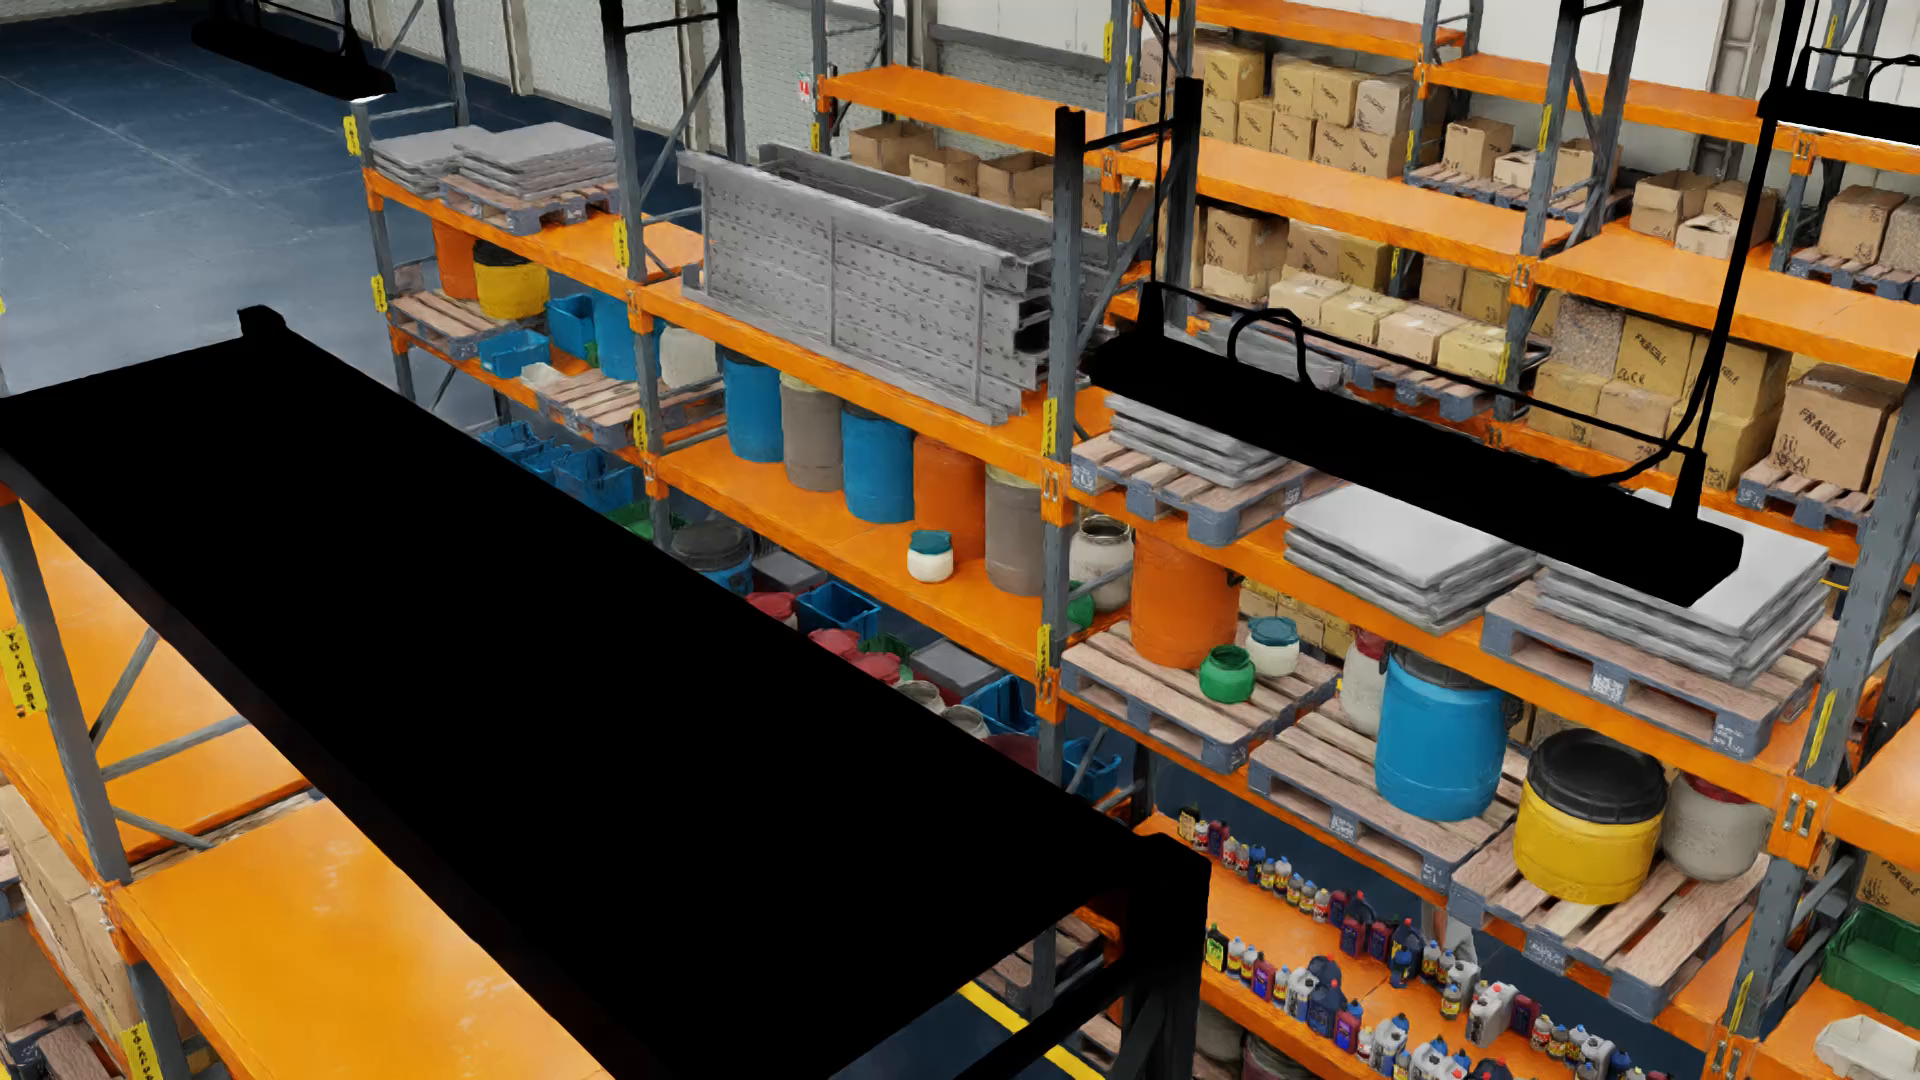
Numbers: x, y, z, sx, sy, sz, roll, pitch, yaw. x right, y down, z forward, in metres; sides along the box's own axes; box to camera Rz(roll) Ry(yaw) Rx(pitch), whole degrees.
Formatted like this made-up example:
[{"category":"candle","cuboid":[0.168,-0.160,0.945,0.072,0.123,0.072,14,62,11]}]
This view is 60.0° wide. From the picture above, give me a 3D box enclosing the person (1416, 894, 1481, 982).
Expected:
[{"category":"person","cuboid":[3.044,2.458,10.557,0.446,1.590,1.099,-22,35,-35]}]
